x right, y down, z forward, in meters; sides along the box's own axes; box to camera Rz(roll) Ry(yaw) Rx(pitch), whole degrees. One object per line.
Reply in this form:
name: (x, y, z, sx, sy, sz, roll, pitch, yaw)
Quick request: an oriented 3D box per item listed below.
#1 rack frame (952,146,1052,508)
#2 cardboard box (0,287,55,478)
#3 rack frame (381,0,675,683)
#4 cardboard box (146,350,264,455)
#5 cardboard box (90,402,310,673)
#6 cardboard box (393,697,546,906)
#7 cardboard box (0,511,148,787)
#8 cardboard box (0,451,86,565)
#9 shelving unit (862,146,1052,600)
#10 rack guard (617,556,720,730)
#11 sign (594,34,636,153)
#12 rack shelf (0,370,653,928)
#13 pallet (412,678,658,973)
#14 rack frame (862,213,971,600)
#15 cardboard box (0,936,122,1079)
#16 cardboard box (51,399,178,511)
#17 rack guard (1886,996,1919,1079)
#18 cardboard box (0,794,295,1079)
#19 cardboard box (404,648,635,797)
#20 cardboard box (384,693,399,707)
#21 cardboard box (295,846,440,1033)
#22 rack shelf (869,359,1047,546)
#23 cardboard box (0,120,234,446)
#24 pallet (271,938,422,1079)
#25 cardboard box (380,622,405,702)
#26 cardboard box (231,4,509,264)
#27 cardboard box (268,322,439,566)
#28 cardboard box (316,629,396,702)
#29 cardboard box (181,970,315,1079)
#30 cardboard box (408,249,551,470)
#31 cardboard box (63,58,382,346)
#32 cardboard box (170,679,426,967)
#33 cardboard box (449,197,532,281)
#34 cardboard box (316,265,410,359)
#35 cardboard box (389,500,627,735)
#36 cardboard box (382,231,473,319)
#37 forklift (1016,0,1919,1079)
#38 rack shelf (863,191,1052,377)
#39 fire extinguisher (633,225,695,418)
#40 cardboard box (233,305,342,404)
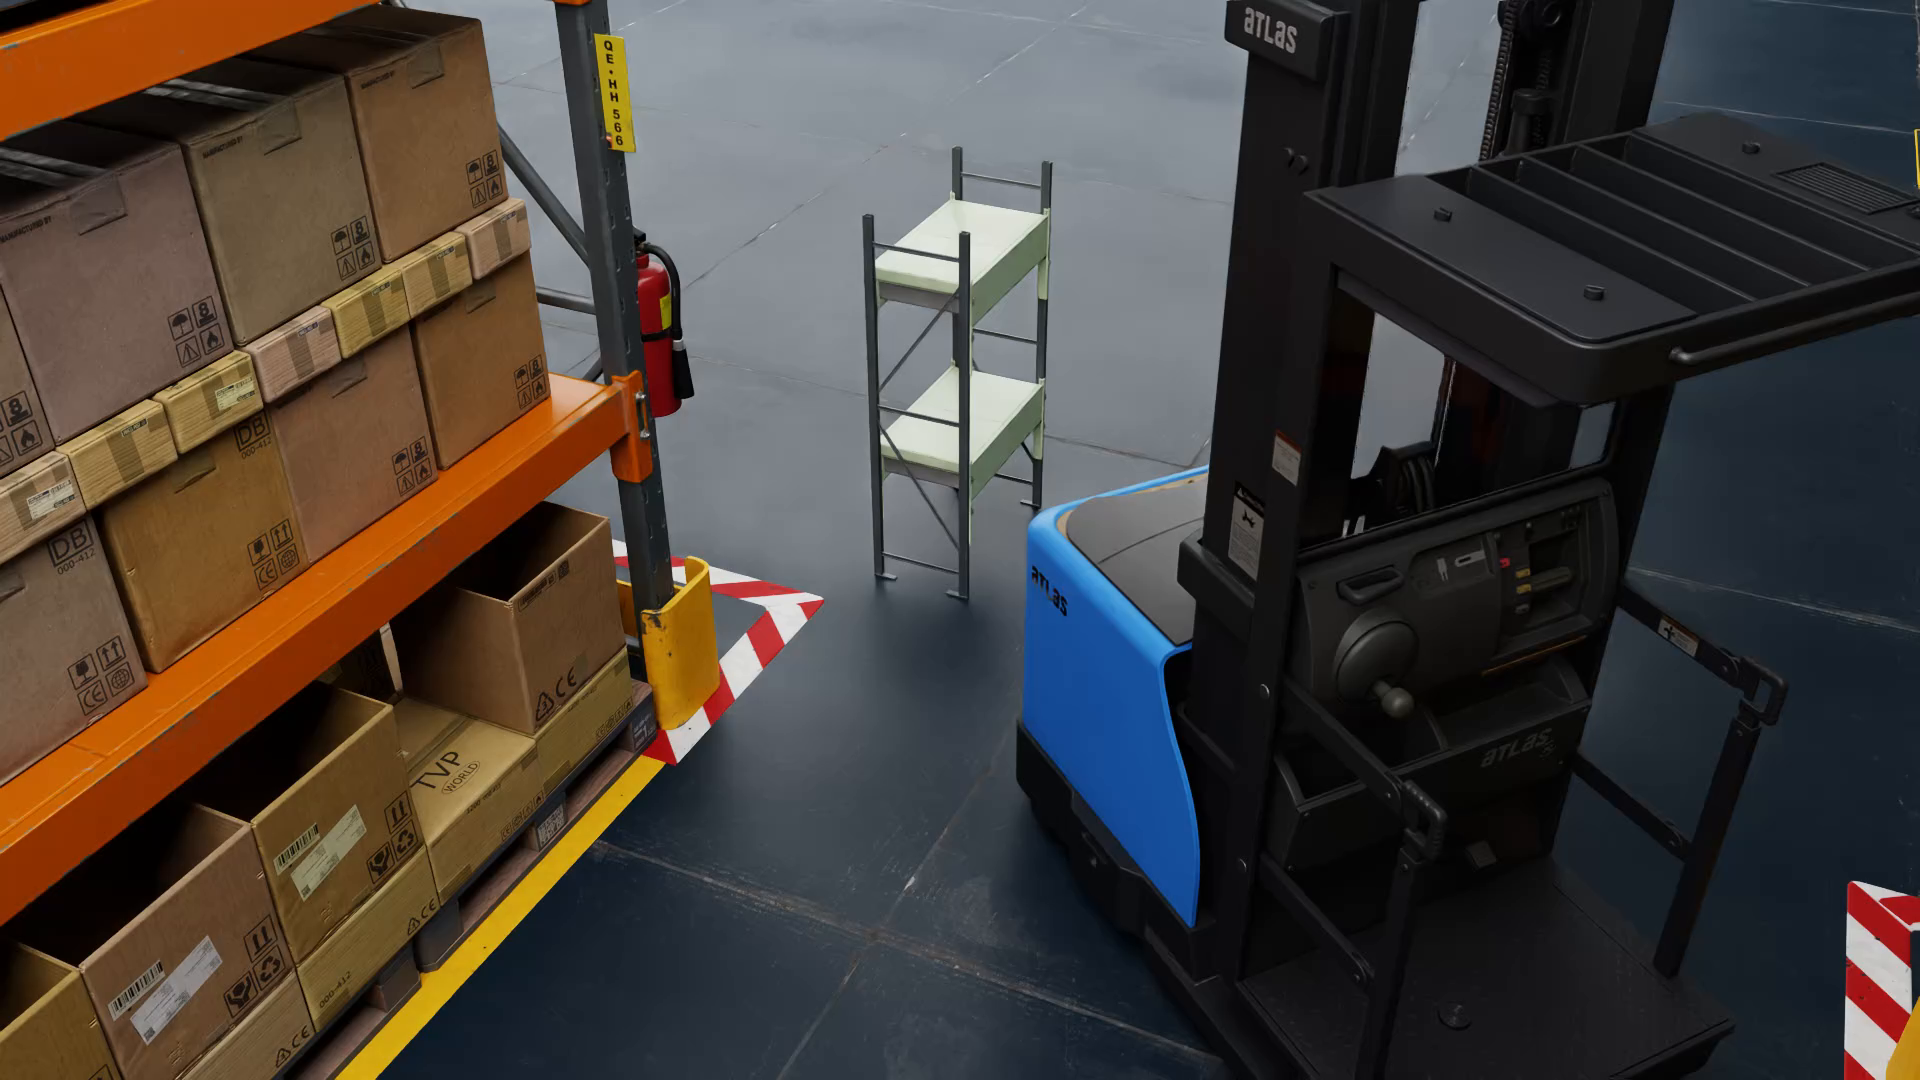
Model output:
rack frame: (0.156, -0.813, 6.622, 0.400, 1.500, 0.023, 14, 36, 20)
cardboard box: (-2.315, -0.357, 3.285, 0.700, 0.500, 0.500, 14, 36, 21)
rack frame: (-1.451, -0.793, 5.223, 1.000, 3.000, 0.127, 14, 36, 20)
cardboard box: (-1.870, -0.358, 3.878, 0.380, 0.149, 0.250, 15, 36, 22)
cardboard box: (-2.086, -0.096, 4.070, 0.700, 0.500, 0.500, 14, 36, 21)
cardboard box: (-1.605, 0.768, 4.967, 0.500, 0.250, 0.500, 14, 36, 20)
cardboard box: (-2.303, 0.167, 3.669, 0.700, 0.500, 0.500, 15, 36, 22)
cardboard box: (-2.085, -0.099, 3.482, 0.380, 0.149, 0.250, 14, 36, 20)
shelving unit: (0.003, -0.631, 6.344, 0.431, 1.500, 0.755, 14, 36, 20)
rack guard: (-1.441, 0.241, 5.927, 1.175, 0.500, 0.348, 14, 36, 20)
sign: (-0.964, -1.244, 4.640, 0.100, 0.325, 0.005, 14, 36, 20)
rack shelf: (-2.288, 0.504, 3.901, 1.077, 0.370, 4.000, 14, 36, 20)
pallet: (-1.733, 0.764, 5.392, 1.003, 0.211, 1.213, 14, 36, 20)
rack frame: (-0.150, -0.448, 6.066, 0.400, 1.500, 0.023, 14, 36, 20)
cardboard box: (-2.228, 1.203, 3.620, 0.500, 0.500, 0.500, 14, 36, 20)
cardboard box: (-1.978, -0.226, 3.677, 0.380, 0.149, 0.250, 15, 36, 22)
rack guard: (3.018, 1.425, 4.121, 1.175, 0.500, 0.348, 14, 36, 20)
cardboard box: (-2.020, 0.954, 4.001, 0.500, 0.500, 0.500, 14, 36, 20)
cardboard box: (-1.407, 0.517, 5.351, 0.500, 0.250, 0.500, 14, 36, 20)
cardboard box: (-2.083, 0.648, 5.151, 0.500, 0.250, 0.500, 14, 36, 20)
cardboard box: (-1.813, 1.018, 4.587, 0.500, 0.250, 0.500, 14, 36, 20)
rack shelf: (0.003, -0.358, 6.523, 0.431, 0.370, 0.720, 14, 36, 20)
cardboard box: (-2.105, -0.607, 3.665, 0.700, 0.500, 0.500, 14, 36, 21)
pallet: (-2.245, 1.369, 4.469, 1.003, 0.211, 1.213, 14, 36, 20)
cardboard box: (-1.877, 0.398, 5.532, 0.500, 0.250, 0.500, 14, 36, 20)
cardboard box: (-1.680, -1.121, 4.450, 0.700, 0.500, 0.500, 14, 36, 21)
cardboard box: (-1.873, -0.342, 4.445, 0.700, 0.500, 0.500, 15, 36, 22)
cardboard box: (-2.085, 0.334, 4.946, 0.500, 0.500, 0.500, 14, 36, 20)
cardboard box: (-2.024, 1.266, 4.208, 0.500, 0.250, 0.500, 14, 36, 20)
cardboard box: (-1.658, -0.605, 4.846, 0.700, 0.500, 0.500, 14, 36, 20)
cardboard box: (-1.895, -0.858, 4.048, 0.700, 0.500, 0.500, 13, 36, 19)
cardboard box: (-1.810, 0.705, 4.380, 0.500, 0.500, 0.500, 14, 36, 20)
cardboard box: (-1.438, -0.872, 4.661, 0.380, 0.149, 0.250, 14, 36, 20)
cardboard box: (-1.653, -0.614, 4.267, 0.380, 0.149, 0.250, 14, 36, 20)
cardboard box: (-1.405, 0.203, 5.145, 0.500, 0.500, 0.500, 14, 36, 20)
cardboard box: (-1.546, -0.741, 4.462, 0.380, 0.149, 0.250, 15, 36, 22)
forklift: (1.290, 0.197, 3.777, 1.130, 2.935, 3.031, -15, 36, -22)
rack shelf: (0.003, -0.957, 6.130, 0.431, 0.370, 0.720, 14, 36, 20)
fire extinguisher: (-0.980, -0.712, 5.172, 0.296, 0.674, 0.183, 14, 36, 20)
cardboard box: (-1.760, -0.489, 4.077, 0.380, 0.149, 0.250, 15, 36, 21)
